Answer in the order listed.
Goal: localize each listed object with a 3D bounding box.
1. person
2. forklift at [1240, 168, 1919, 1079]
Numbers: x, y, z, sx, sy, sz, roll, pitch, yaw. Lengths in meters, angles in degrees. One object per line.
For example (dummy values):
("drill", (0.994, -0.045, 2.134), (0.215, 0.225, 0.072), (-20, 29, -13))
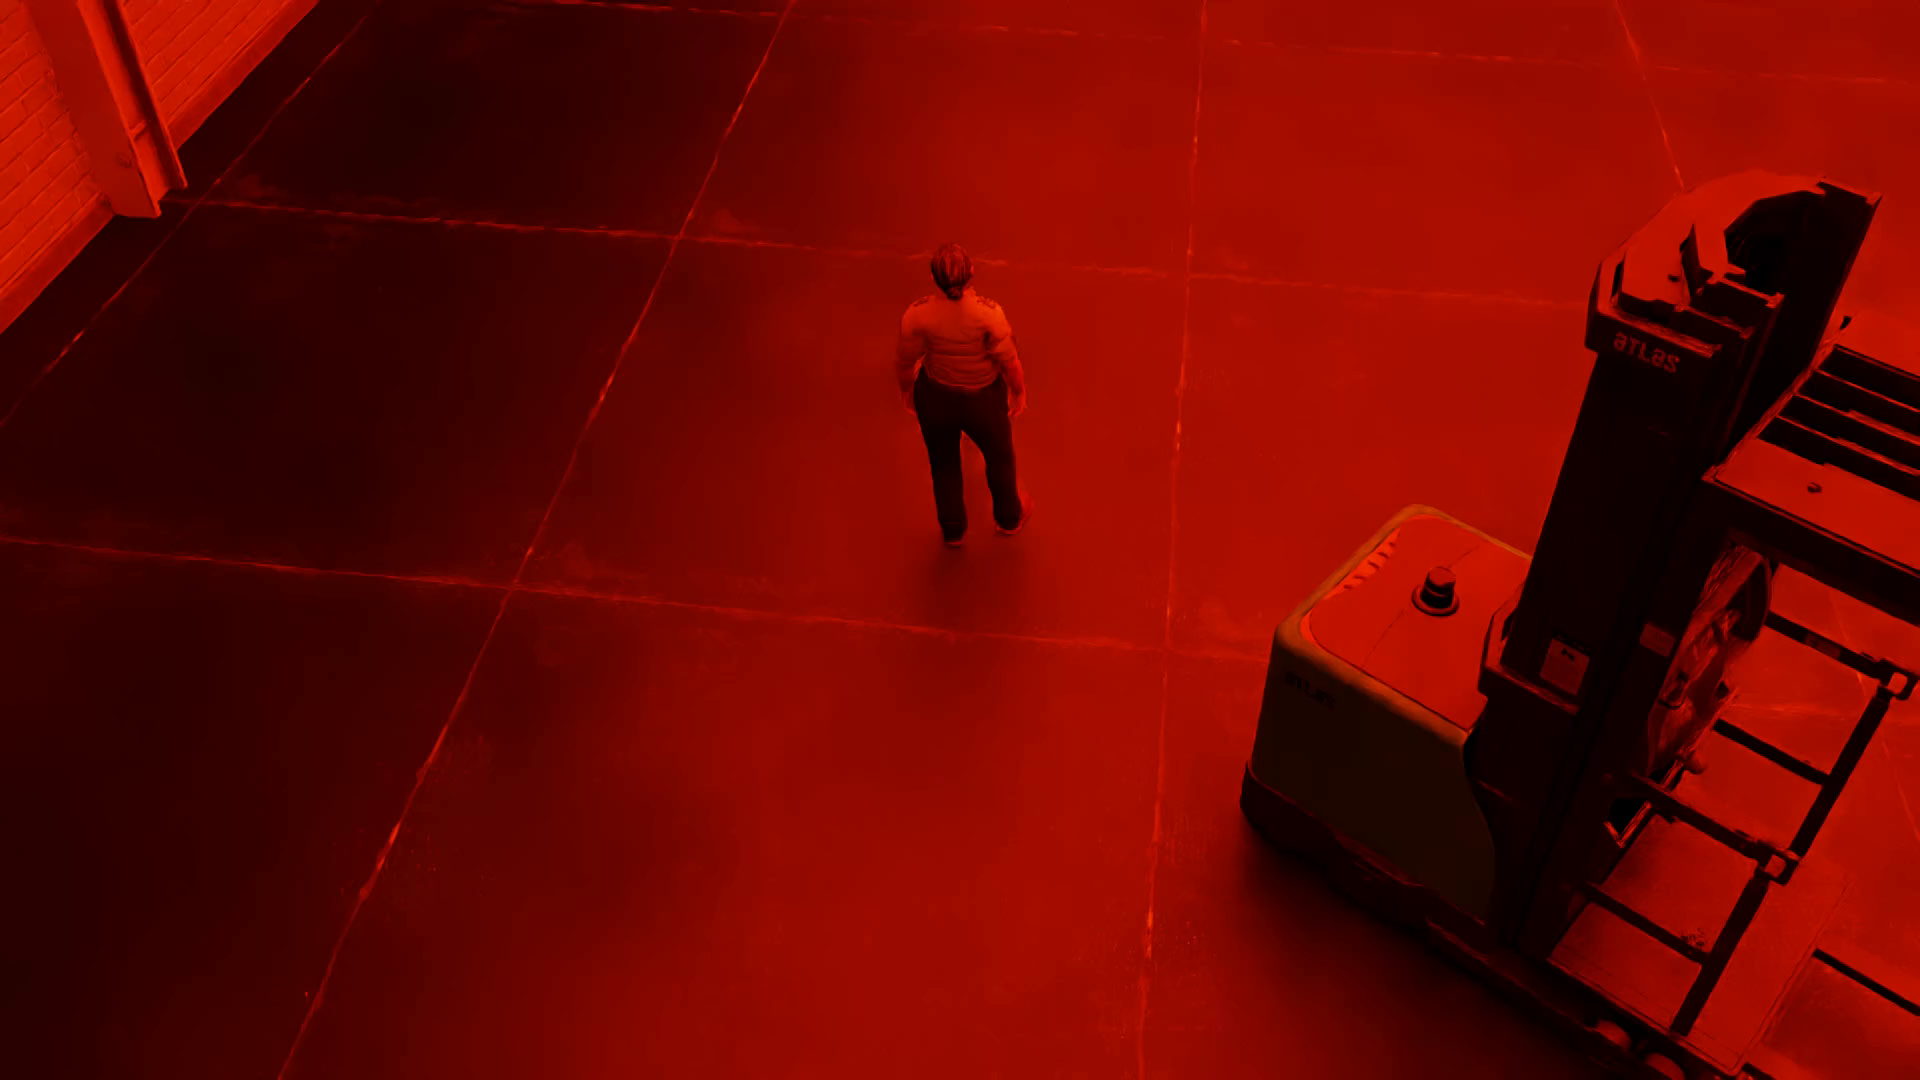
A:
("person", (0.034, -0.670, 7.392), (0.599, 1.650, 0.502), (5, 43, 6))
("forklift", (2.547, 0.459, 5.225), (3.031, 2.935, 1.130), (32, 51, 30))
